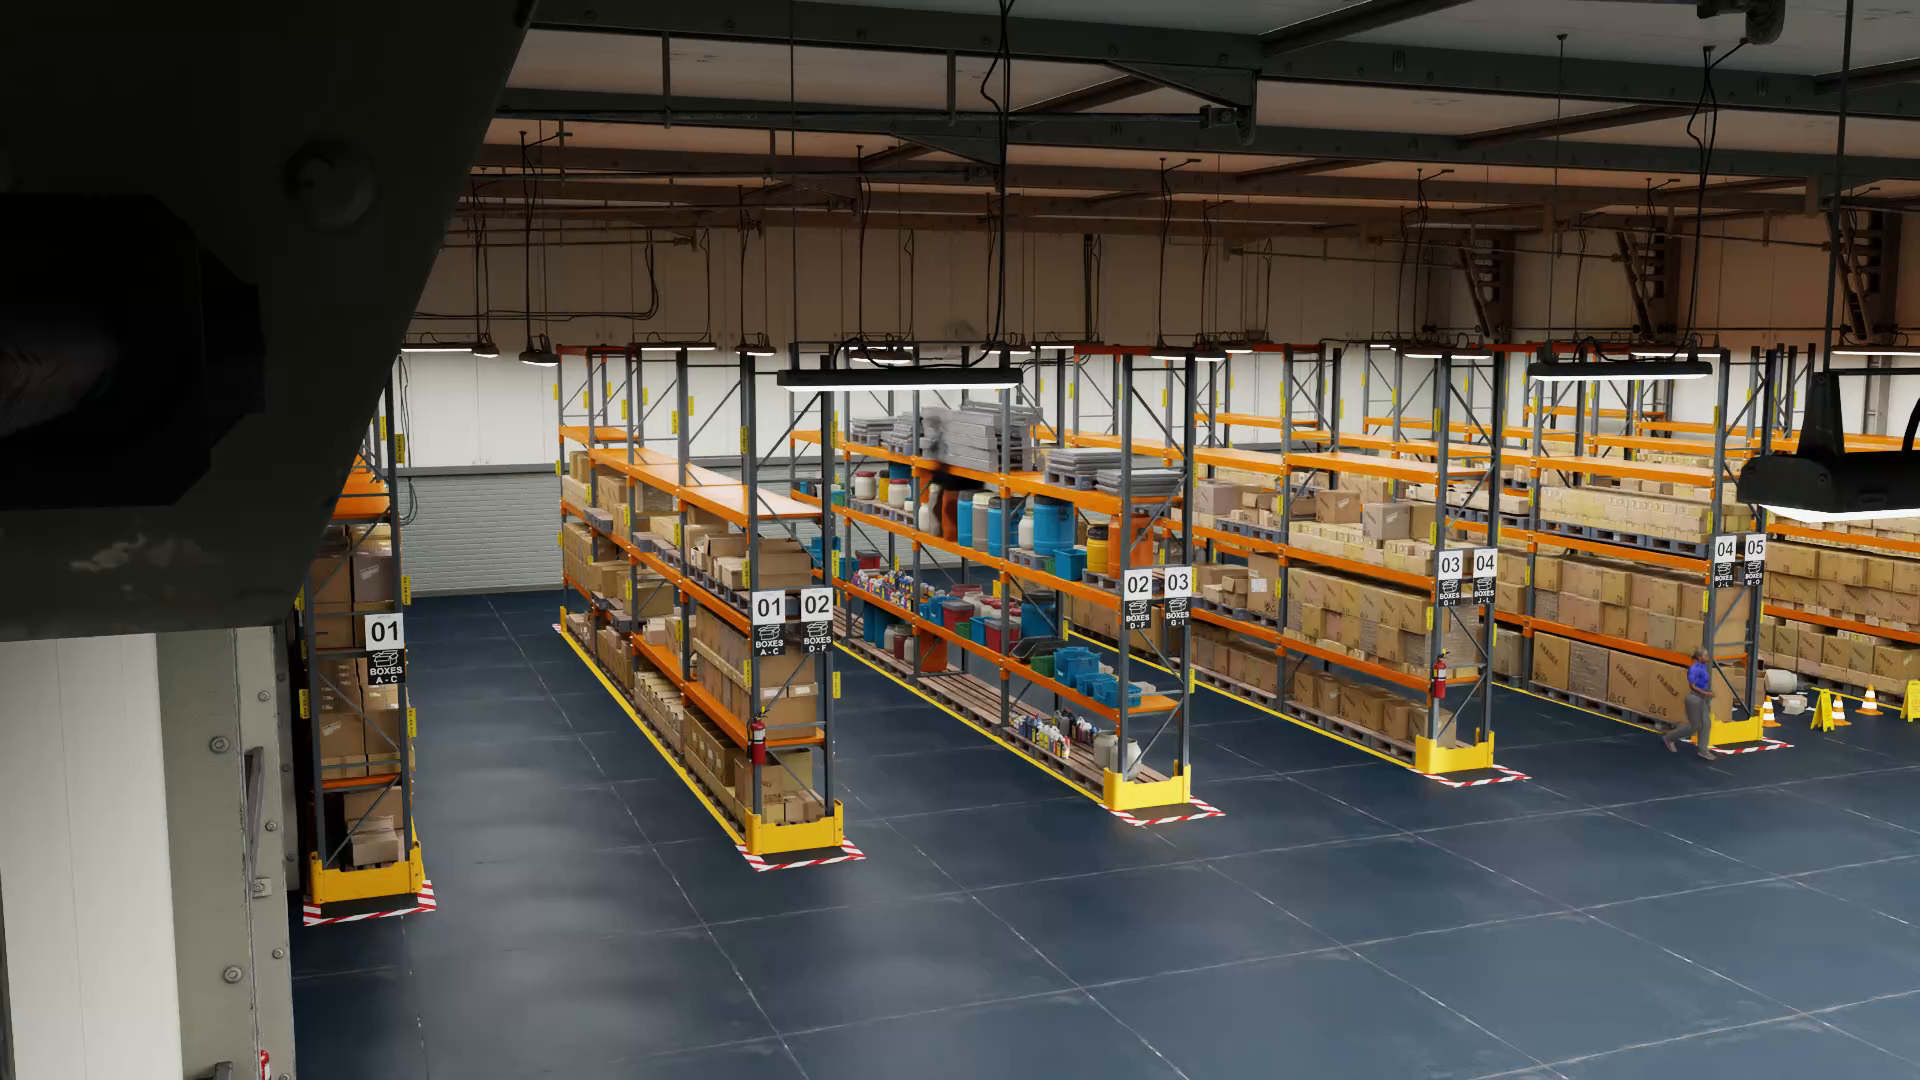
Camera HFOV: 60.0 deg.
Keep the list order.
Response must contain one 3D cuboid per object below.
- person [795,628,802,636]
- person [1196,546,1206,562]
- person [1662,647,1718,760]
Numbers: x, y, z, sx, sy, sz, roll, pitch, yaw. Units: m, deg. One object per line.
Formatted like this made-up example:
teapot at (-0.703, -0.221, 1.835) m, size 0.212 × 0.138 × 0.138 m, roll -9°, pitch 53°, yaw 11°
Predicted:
person at (-3.118, 1.401, 31.598) m, size 0.728 × 1.710 × 1.112 m, roll -2°, pitch 8°, yaw -18°
person at (6.138, 0.174, 41.764) m, size 0.802 × 1.767 × 0.704 m, roll 4°, pitch 8°, yaw 28°
person at (10.856, 2.413, 24.627) m, size 0.774 × 1.658 × 0.600 m, roll 5°, pitch 9°, yaw 33°
